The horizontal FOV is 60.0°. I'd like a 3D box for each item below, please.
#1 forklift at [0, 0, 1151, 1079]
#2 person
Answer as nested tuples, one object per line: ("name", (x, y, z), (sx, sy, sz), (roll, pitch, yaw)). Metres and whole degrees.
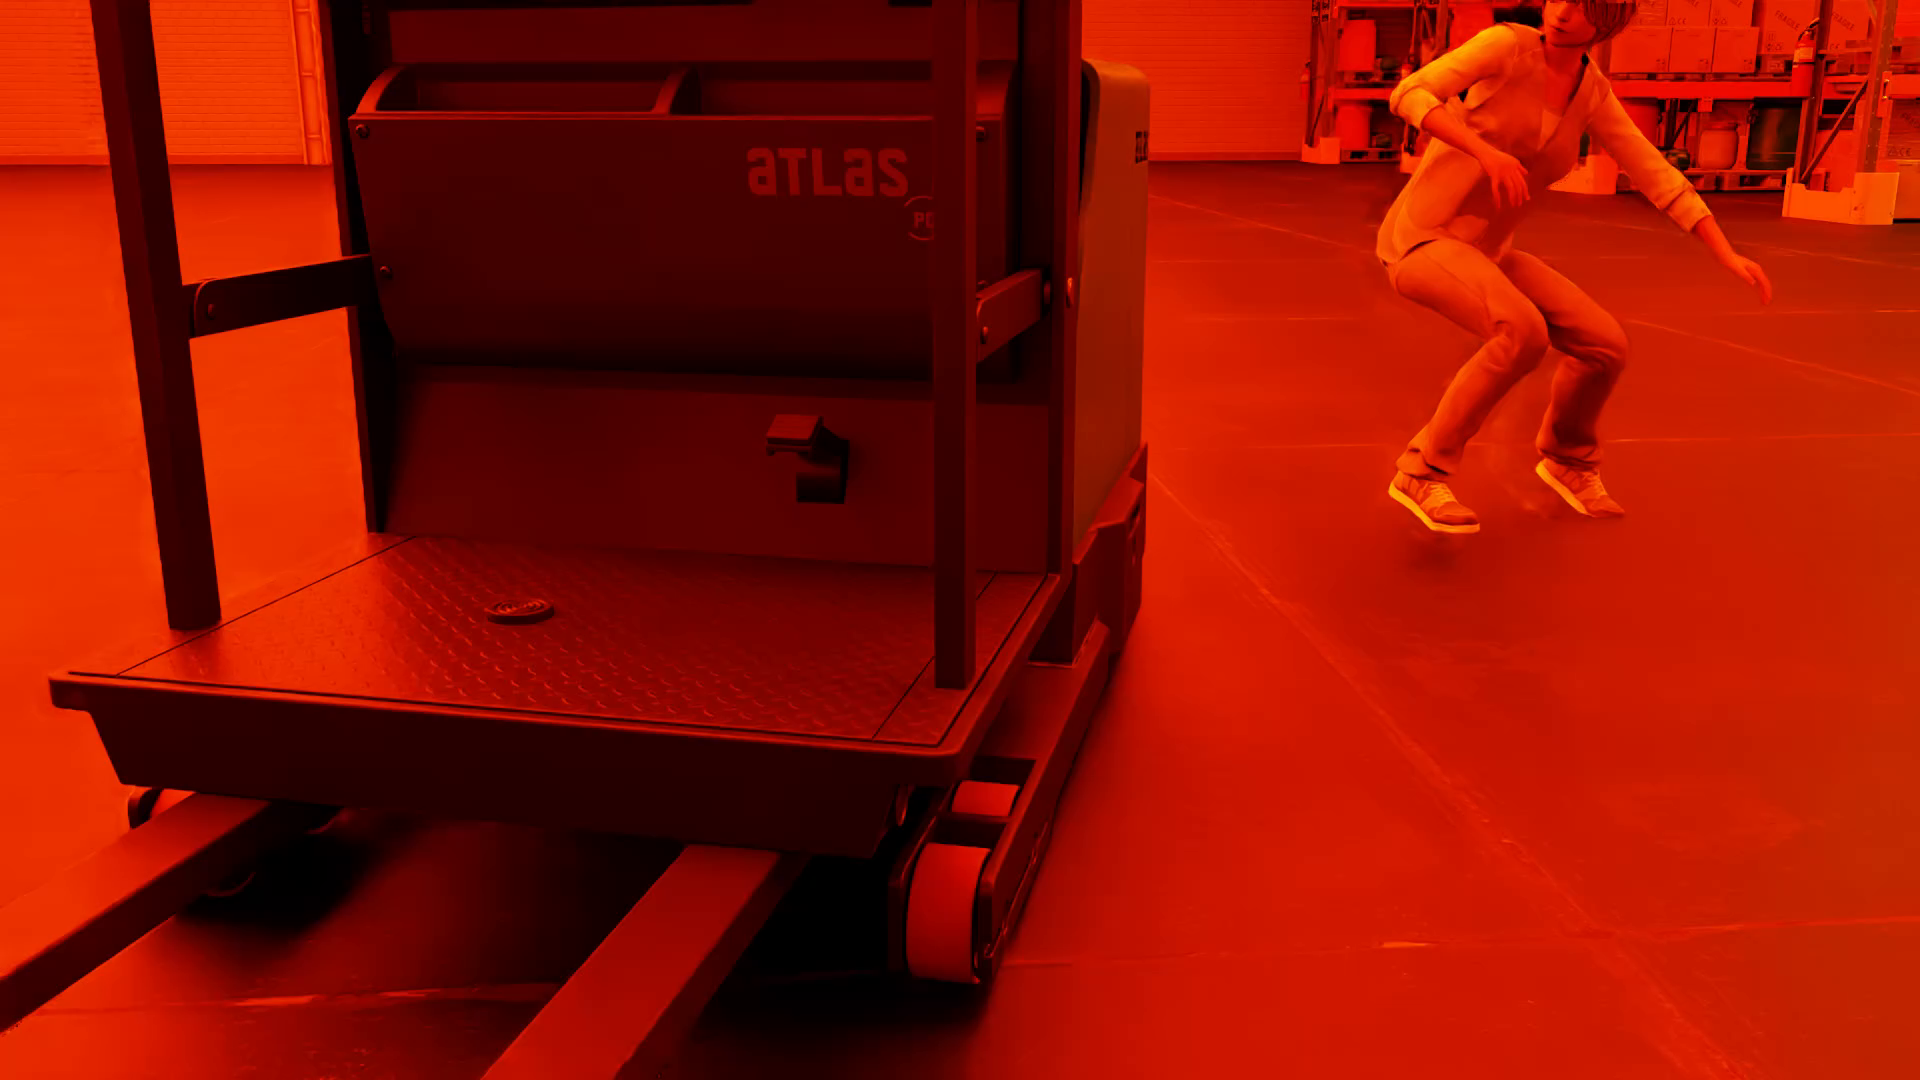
("forklift", (-0.430, -1.000, 1.974), (1.130, 2.935, 3.031), (3, 15, 12))
("person", (1.362, -0.653, 3.840), (0.736, 1.370, 0.765), (-9, 17, -30))
